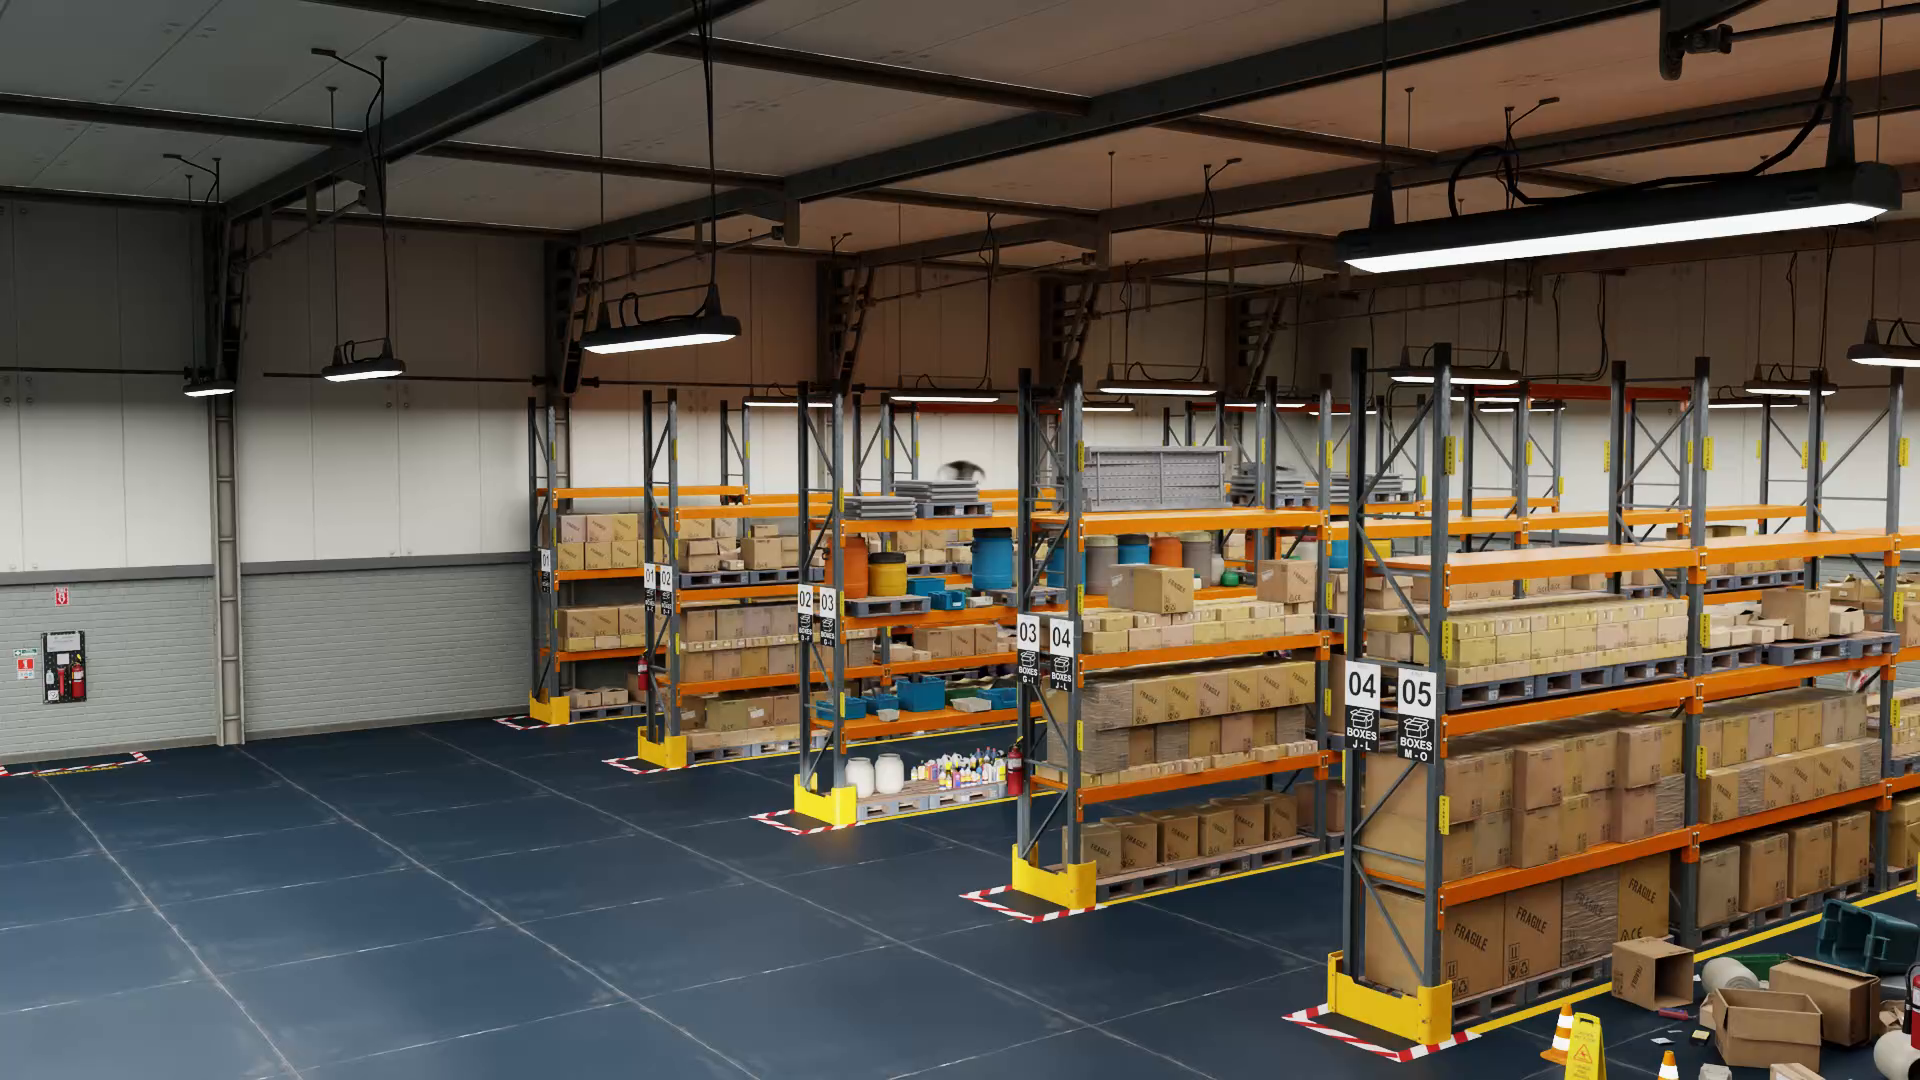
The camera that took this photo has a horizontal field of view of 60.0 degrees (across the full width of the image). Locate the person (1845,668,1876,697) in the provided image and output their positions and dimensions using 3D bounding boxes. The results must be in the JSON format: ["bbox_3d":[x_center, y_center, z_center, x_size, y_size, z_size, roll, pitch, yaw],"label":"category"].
[{"bbox_3d":[14.308,2.721,26.549,0.780,1.740,0.680,-2,4,-25],"label":"person"}]

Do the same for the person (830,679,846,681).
[{"bbox_3d":[-2.280,2.534,30.680,1.081,1.591,0.726,-1,4,-21],"label":"person"}]

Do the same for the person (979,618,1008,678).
[{"bbox_3d":[0.704,2.326,34.172,0.557,1.707,0.813,3,5,43],"label":"person"}]
